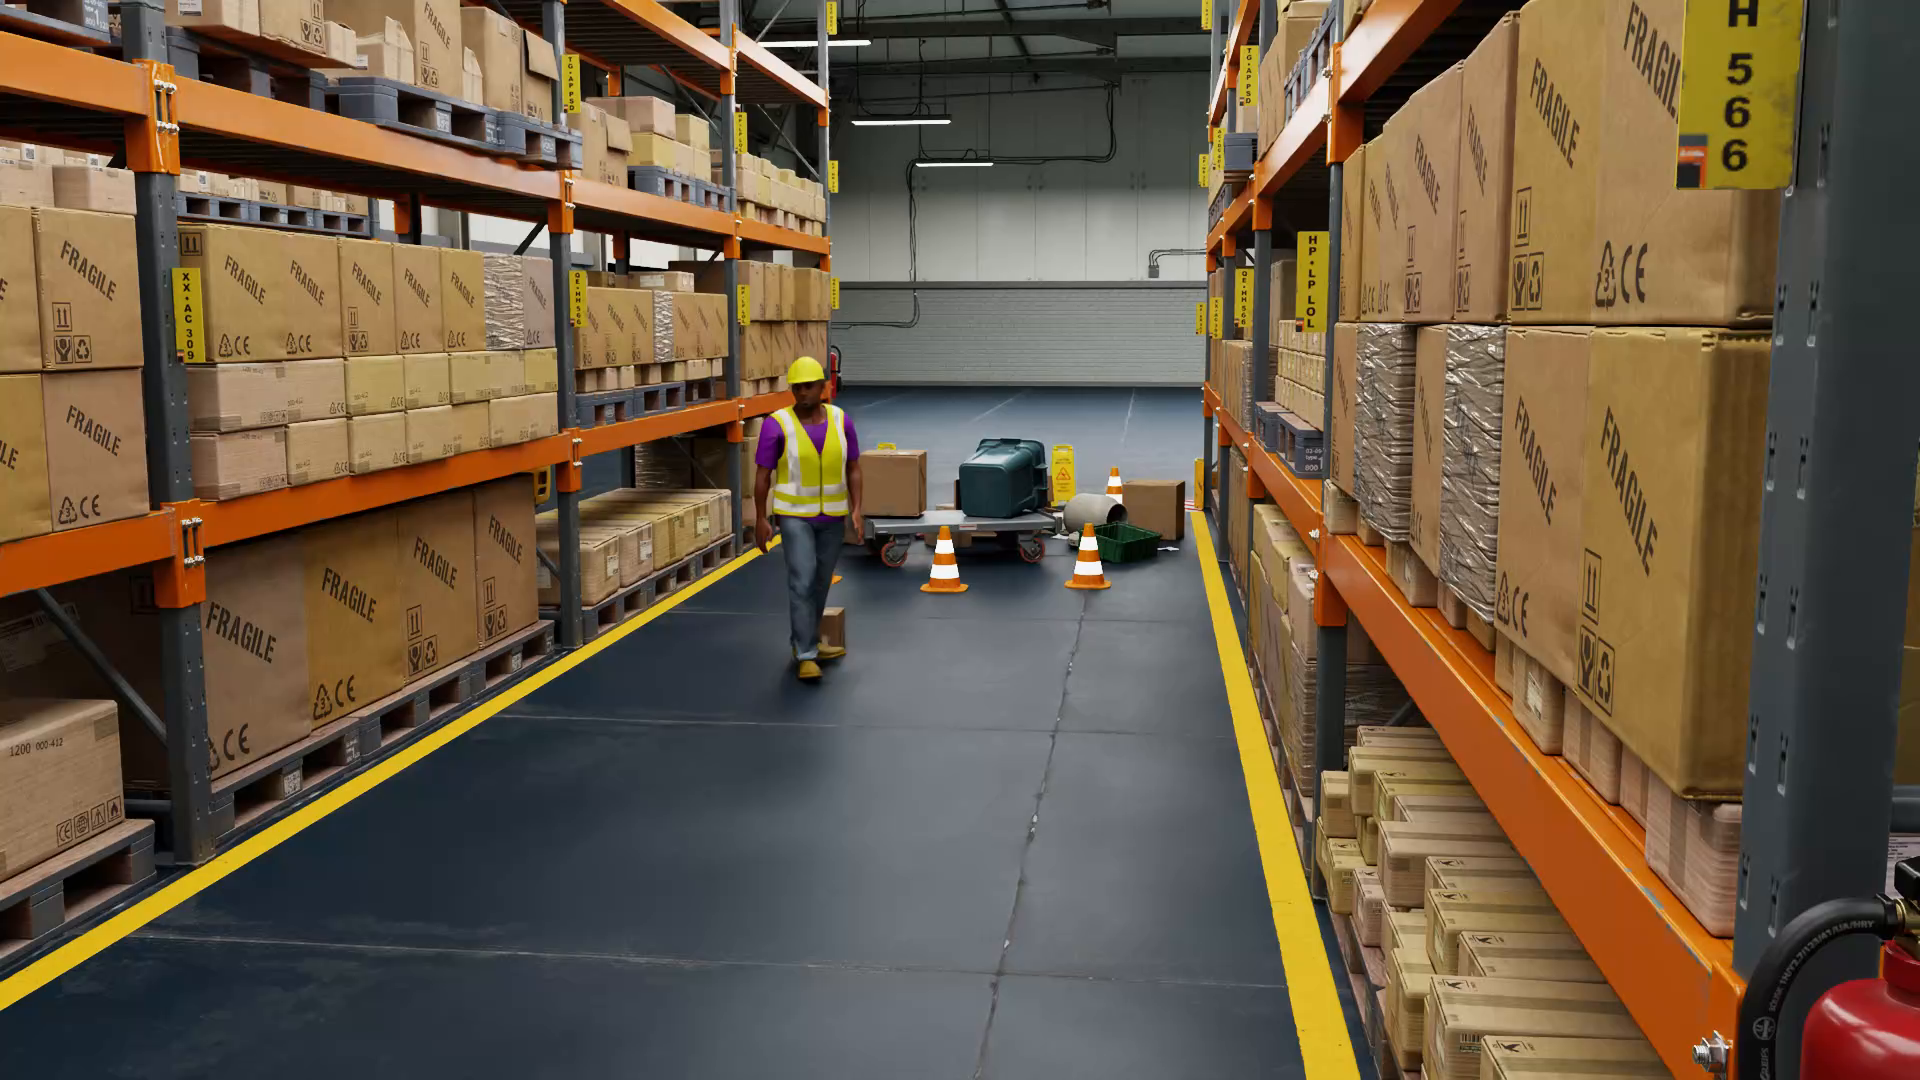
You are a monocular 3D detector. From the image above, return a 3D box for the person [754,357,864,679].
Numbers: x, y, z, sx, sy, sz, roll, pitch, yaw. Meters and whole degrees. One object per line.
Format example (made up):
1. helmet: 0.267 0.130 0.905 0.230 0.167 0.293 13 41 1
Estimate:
1. person: -0.840 -0.127 9.194 0.592 1.765 0.640 -4 9 -29
